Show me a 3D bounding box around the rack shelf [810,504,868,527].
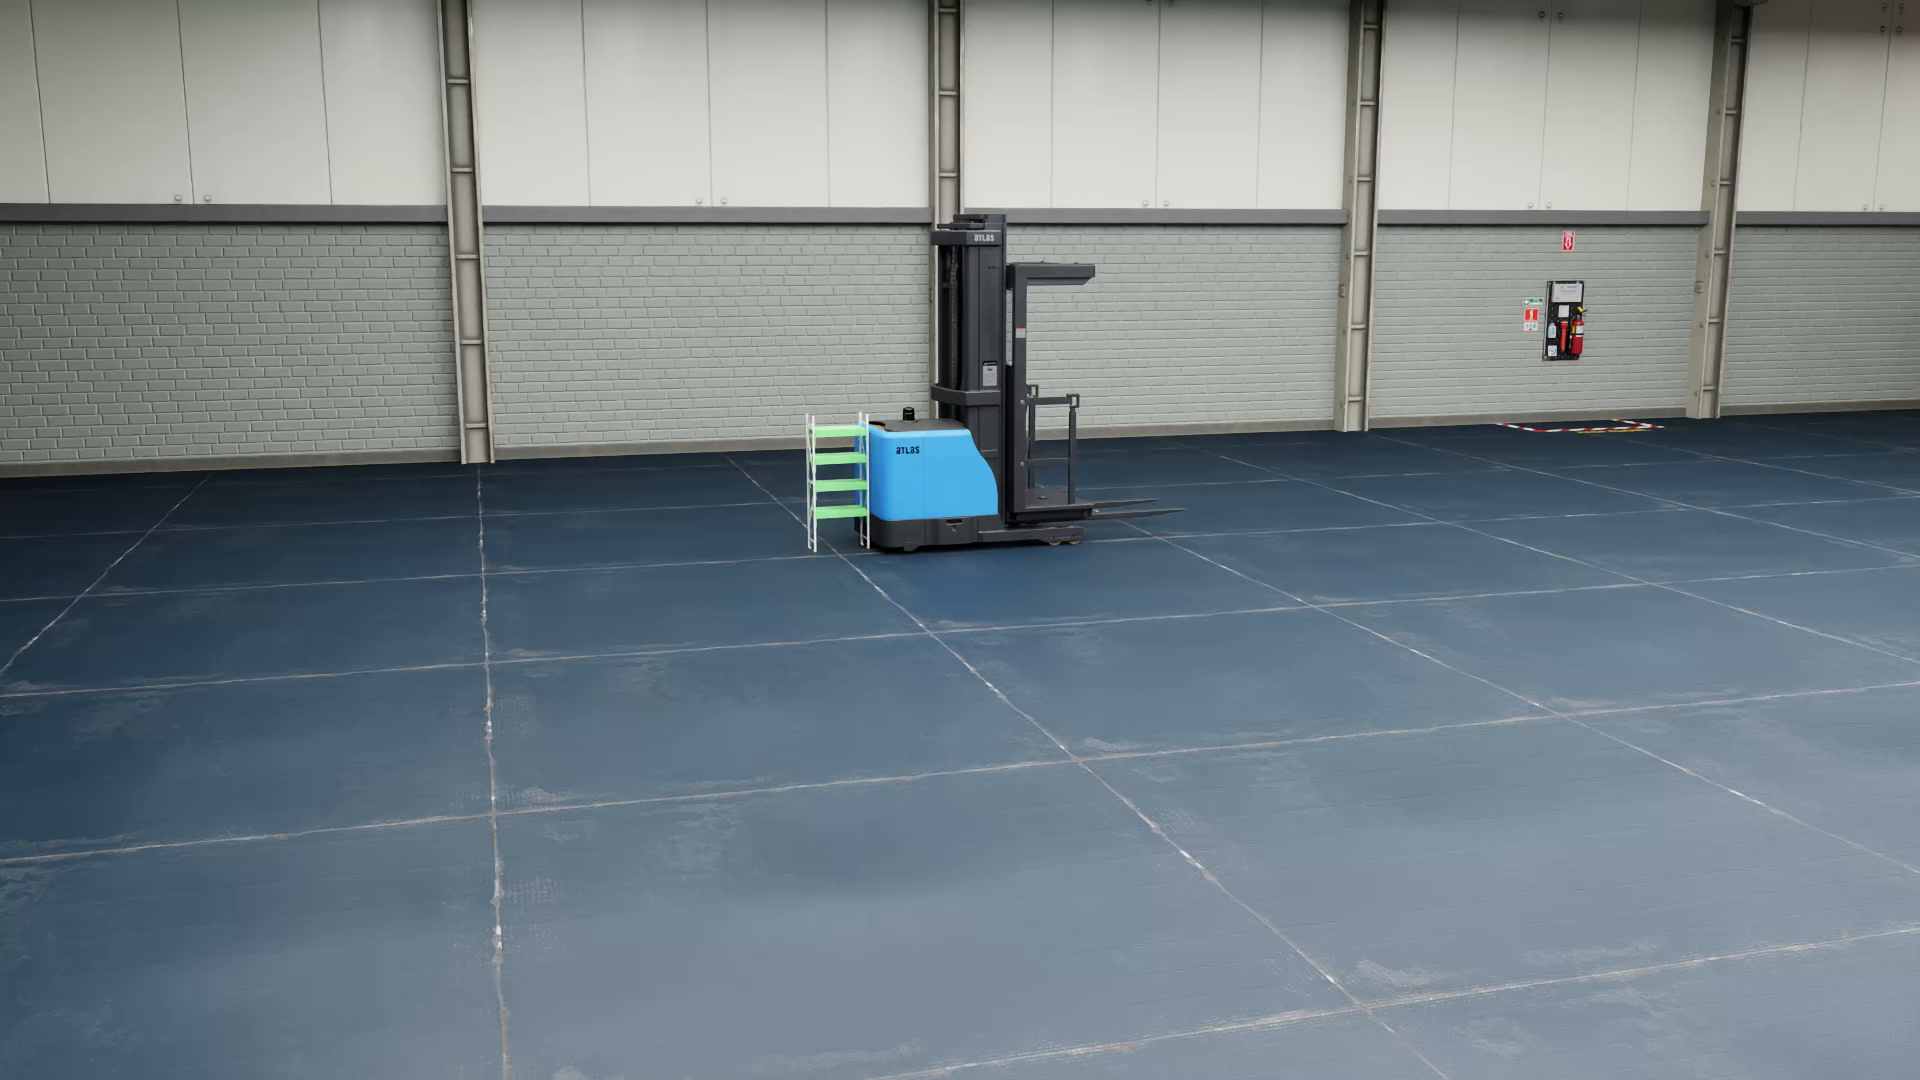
[{"bbox_3d":[-1.084,-0.220,14.809,0.480,0.148,0.258,-4,11,-19],"label":"rack shelf"}]

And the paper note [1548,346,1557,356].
[{"bbox_3d":[8.773,-2.801,24.615,0.142,0.148,0.016,-3,11,-16],"label":"paper note"}]

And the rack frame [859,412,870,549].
[{"bbox_3d":[-0.853,-0.533,14.833,0.015,1.200,0.240,-4,11,-19],"label":"rack frame"}]

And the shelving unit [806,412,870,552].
[{"bbox_3d":[-1.084,-0.519,14.754,0.503,1.200,0.258,-4,11,-19],"label":"shelving unit"}]

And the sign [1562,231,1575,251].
[{"bbox_3d":[8.926,-4.388,24.400,0.199,0.298,0.001,-3,11,-16],"label":"sign"}]

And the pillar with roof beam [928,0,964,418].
[{"bbox_3d":[1.027,-4.945,17.255,0.400,9.000,9.100,-3,11,-16],"label":"pillar with roof beam"}]

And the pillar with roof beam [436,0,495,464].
[{"bbox_3d":[-4.734,-4.641,15.605,0.400,9.000,9.100,-3,11,-16],"label":"pillar with roof beam"}]

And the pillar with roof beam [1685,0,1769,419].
[{"bbox_3d":[12.548,-5.552,20.553,0.548,9.000,9.100,-3,11,-16],"label":"pillar with roof beam"}]

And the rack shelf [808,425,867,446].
[{"bbox_3d":[-1.084,-0.928,14.679,0.480,0.148,0.258,-4,11,-19],"label":"rack shelf"}]

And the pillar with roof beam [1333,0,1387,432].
[{"bbox_3d":[6.788,-5.248,18.904,0.400,9.000,9.100,-3,11,-16],"label":"pillar with roof beam"}]

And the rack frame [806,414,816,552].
[{"bbox_3d":[-1.314,-0.504,14.675,0.015,1.200,0.240,-4,11,-19],"label":"rack frame"}]

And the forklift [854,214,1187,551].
[{"bbox_3d":[0.596,-1.479,15.187,3.031,2.935,1.130,-4,11,-19],"label":"forklift"}]

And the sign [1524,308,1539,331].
[{"bbox_3d":[8.402,-3.239,24.461,0.234,0.329,0.001,-3,11,-16],"label":"sign"}]

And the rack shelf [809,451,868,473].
[{"bbox_3d":[-1.084,-0.692,14.722,0.480,0.148,0.258,-4,11,-19],"label":"rack shelf"}]

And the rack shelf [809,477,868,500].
[{"bbox_3d":[-1.084,-0.456,14.766,0.480,0.148,0.258,-4,11,-19],"label":"rack shelf"}]

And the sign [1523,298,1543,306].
[{"bbox_3d":[8.409,-3.498,24.405,0.331,0.109,0.001,-3,11,-16],"label":"sign"}]

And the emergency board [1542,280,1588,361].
[{"bbox_3d":[8.962,-3.231,24.518,0.643,1.169,0.194,-3,11,-16],"label":"emergency board"}]
